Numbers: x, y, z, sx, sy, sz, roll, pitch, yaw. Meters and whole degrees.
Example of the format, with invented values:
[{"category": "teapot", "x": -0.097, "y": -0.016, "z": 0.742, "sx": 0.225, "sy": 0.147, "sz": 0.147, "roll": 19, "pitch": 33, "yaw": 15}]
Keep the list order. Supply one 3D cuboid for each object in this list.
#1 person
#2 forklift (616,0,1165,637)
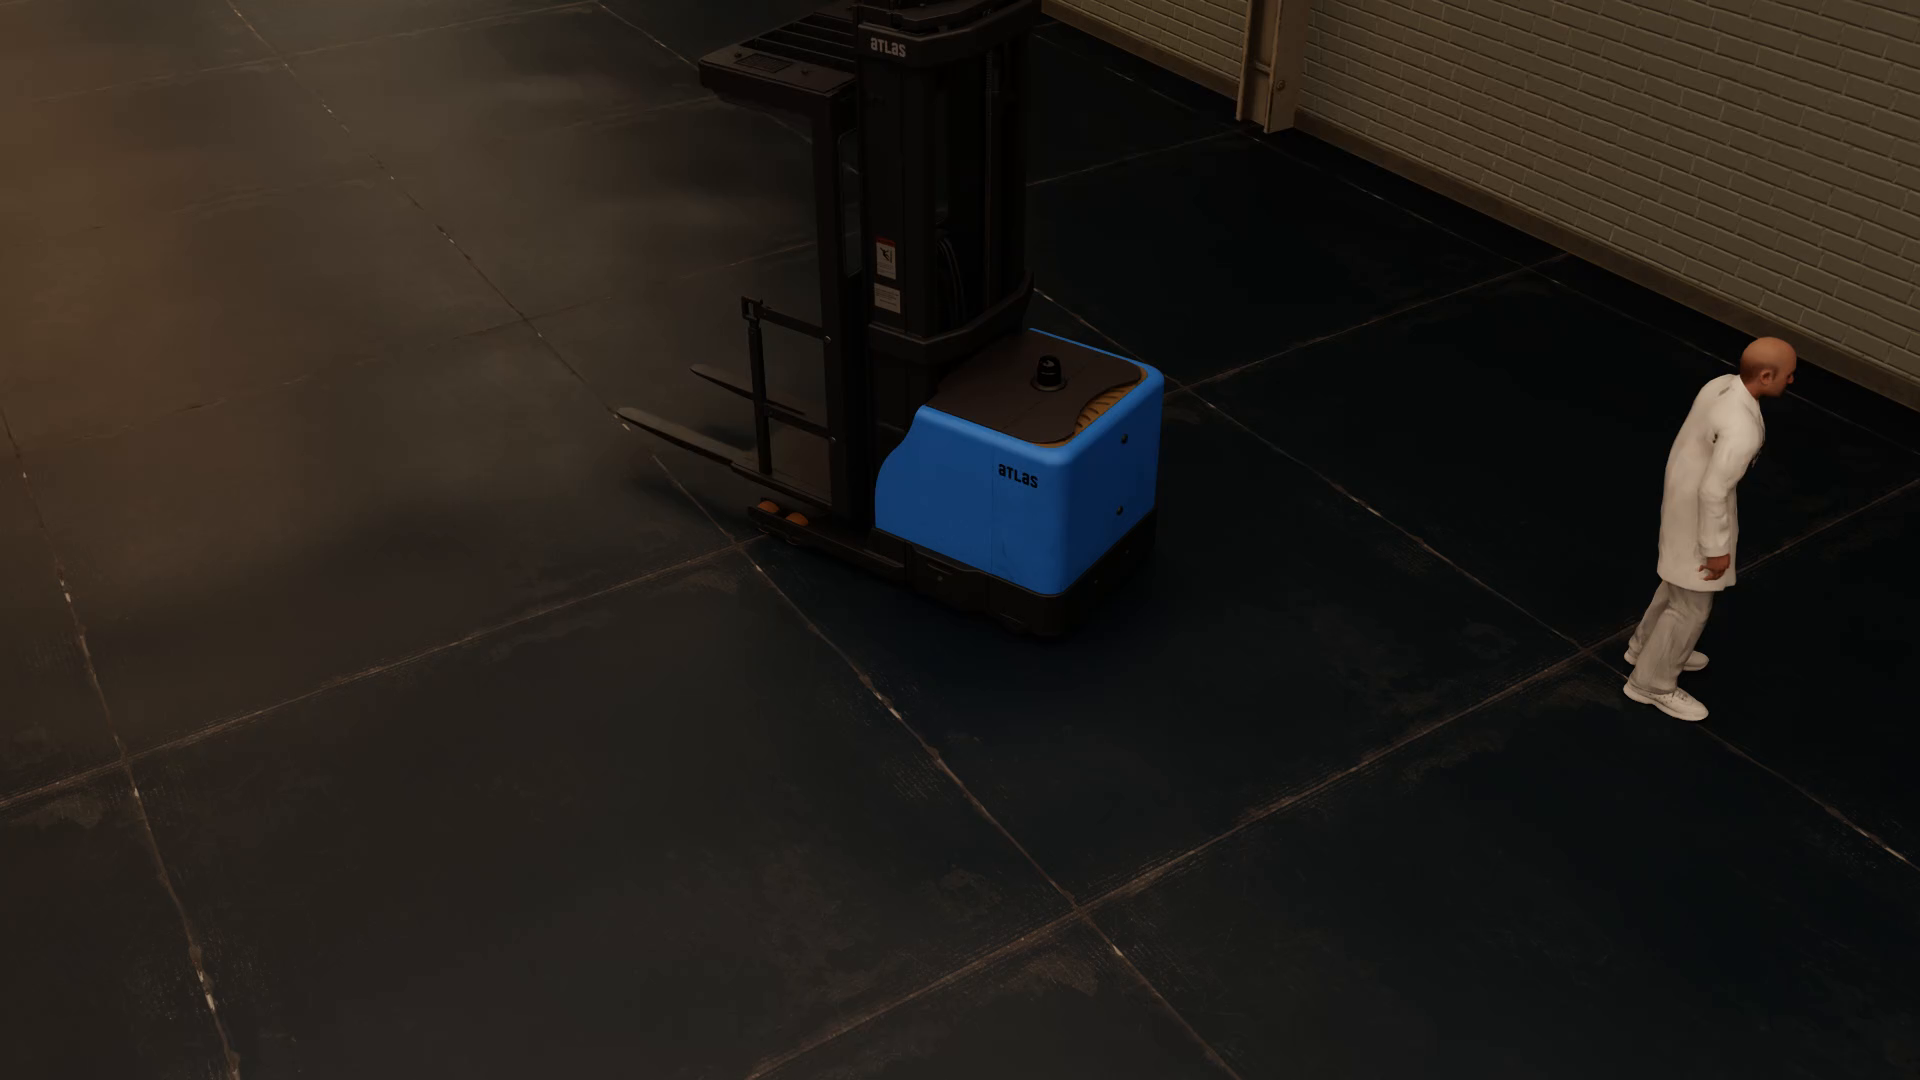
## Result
[{"category": "person", "x": 3.271, "y": -0.086, "z": 7.278, "sx": 0.436, "sy": 1.773, "sz": 0.650, "roll": 10, "pitch": 36, "yaw": 14}, {"category": "forklift", "x": -0.500, "y": -1.399, "z": 8.138, "sx": 3.031, "sy": 2.935, "sz": 1.130, "roll": 22, "pitch": 41, "yaw": 28}]
